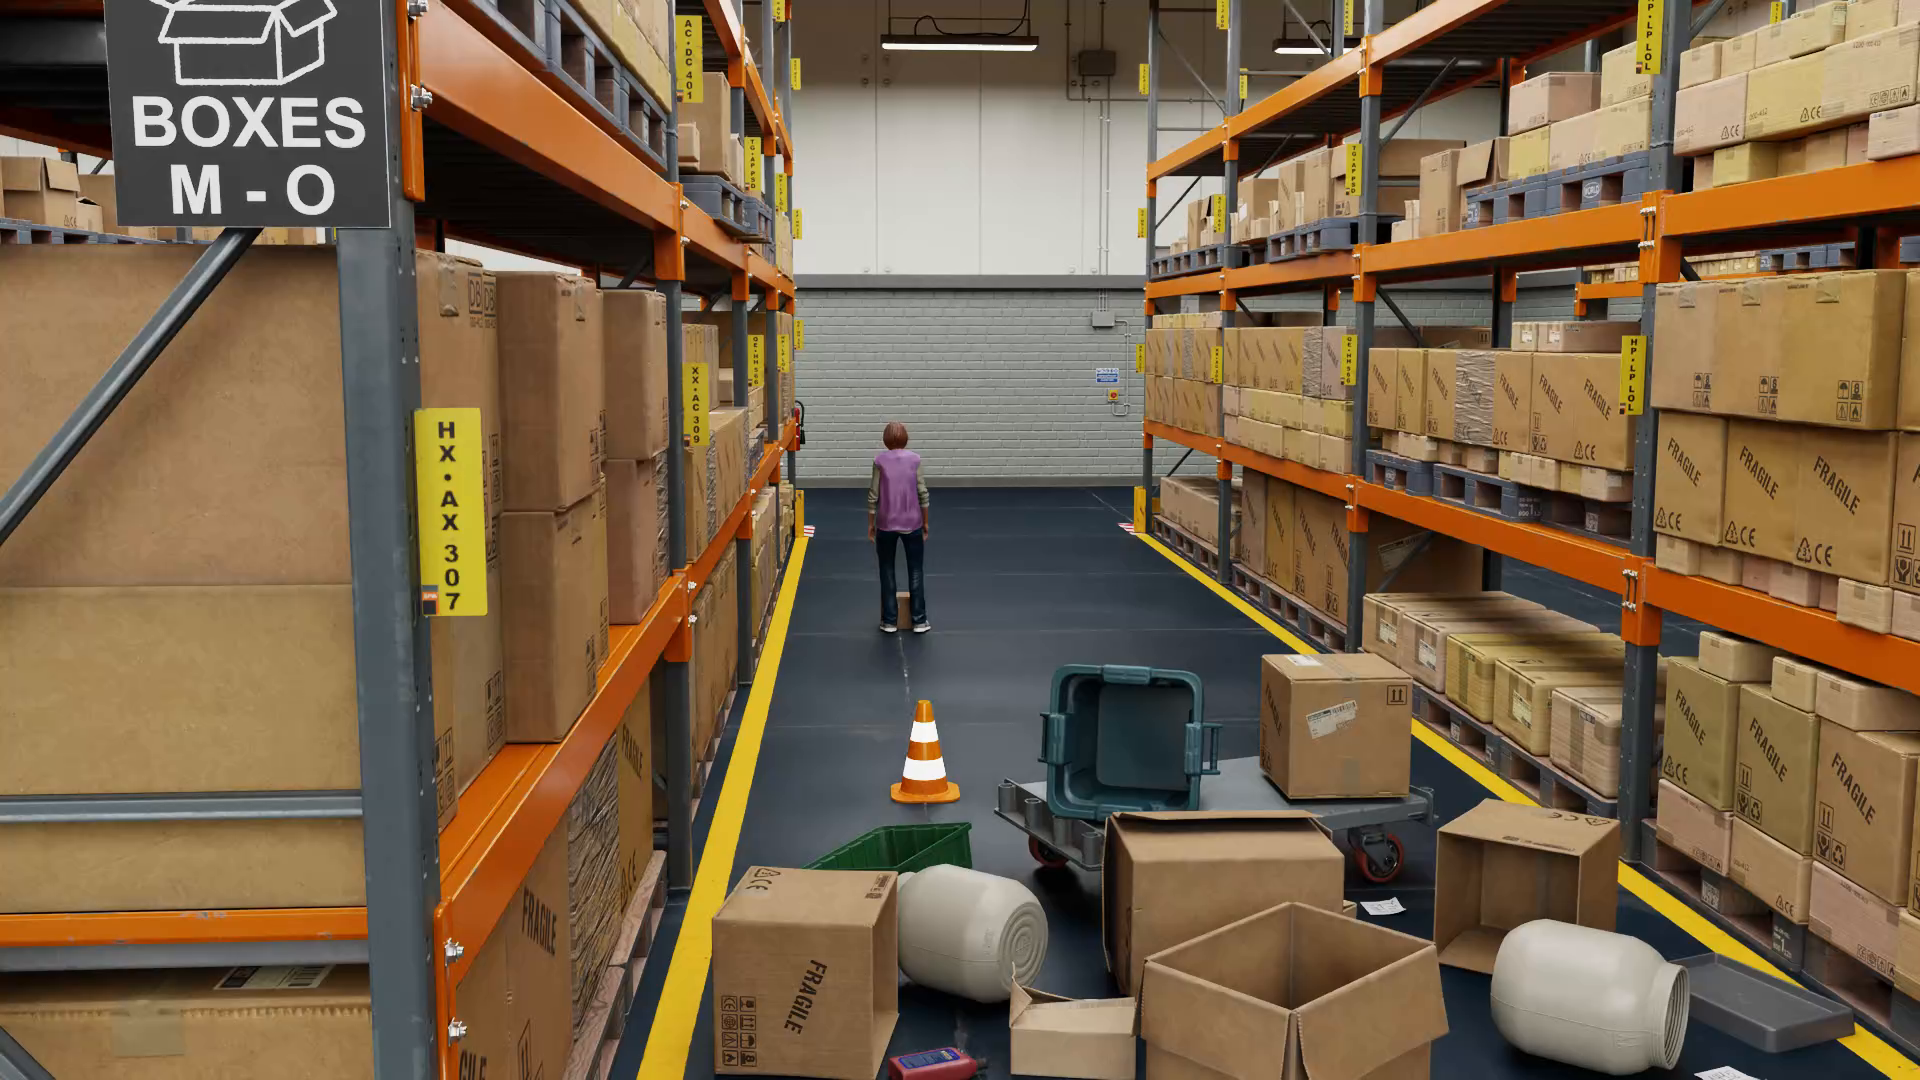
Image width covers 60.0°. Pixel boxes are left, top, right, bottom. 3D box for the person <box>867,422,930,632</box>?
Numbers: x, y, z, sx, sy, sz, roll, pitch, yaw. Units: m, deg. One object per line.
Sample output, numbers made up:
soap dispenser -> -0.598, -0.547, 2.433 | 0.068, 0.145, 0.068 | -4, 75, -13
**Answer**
person -> -0.460, -0.093, 12.554 | 0.478, 1.593, 0.368 | -1, 7, -6
